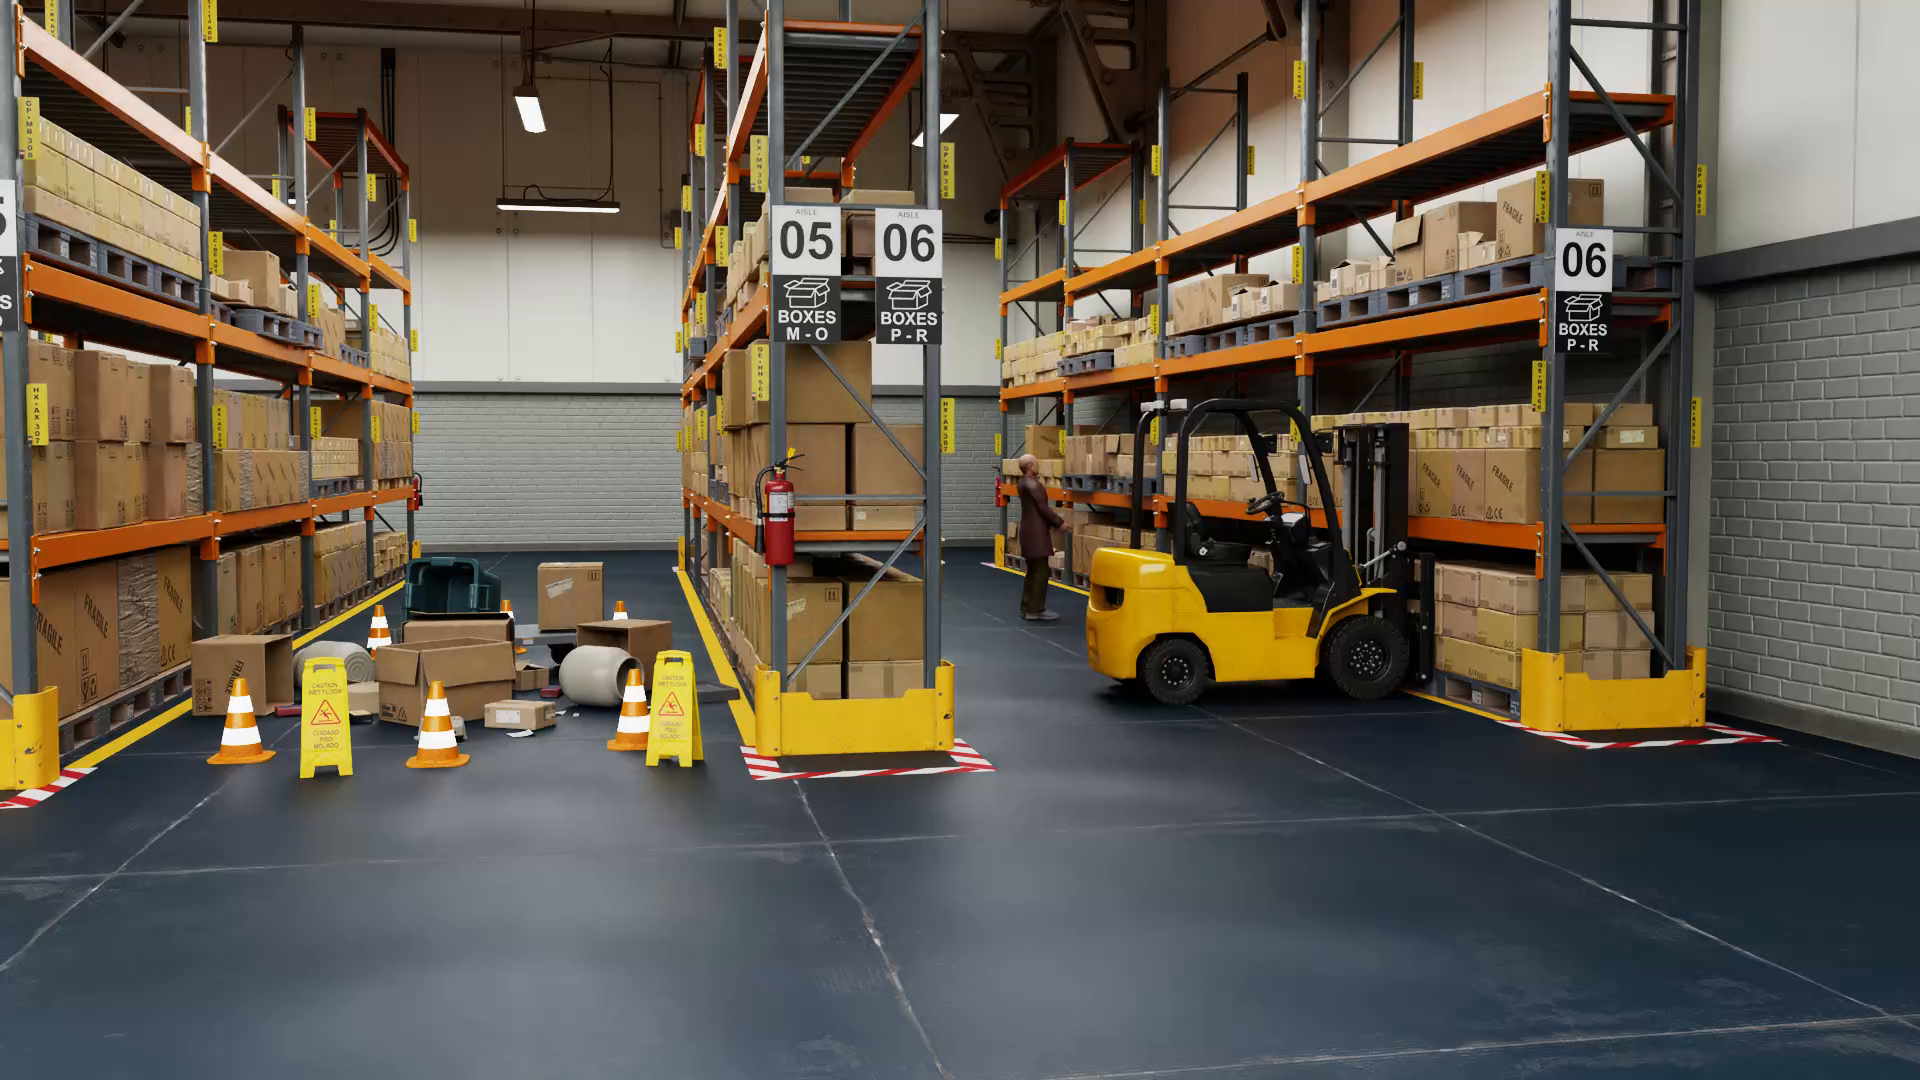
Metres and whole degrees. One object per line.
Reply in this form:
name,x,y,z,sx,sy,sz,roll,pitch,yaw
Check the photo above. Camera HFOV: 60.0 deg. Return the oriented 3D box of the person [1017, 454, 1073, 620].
person,0.904,-0.039,17.914,0.562,1.769,0.530,-1,3,-11
